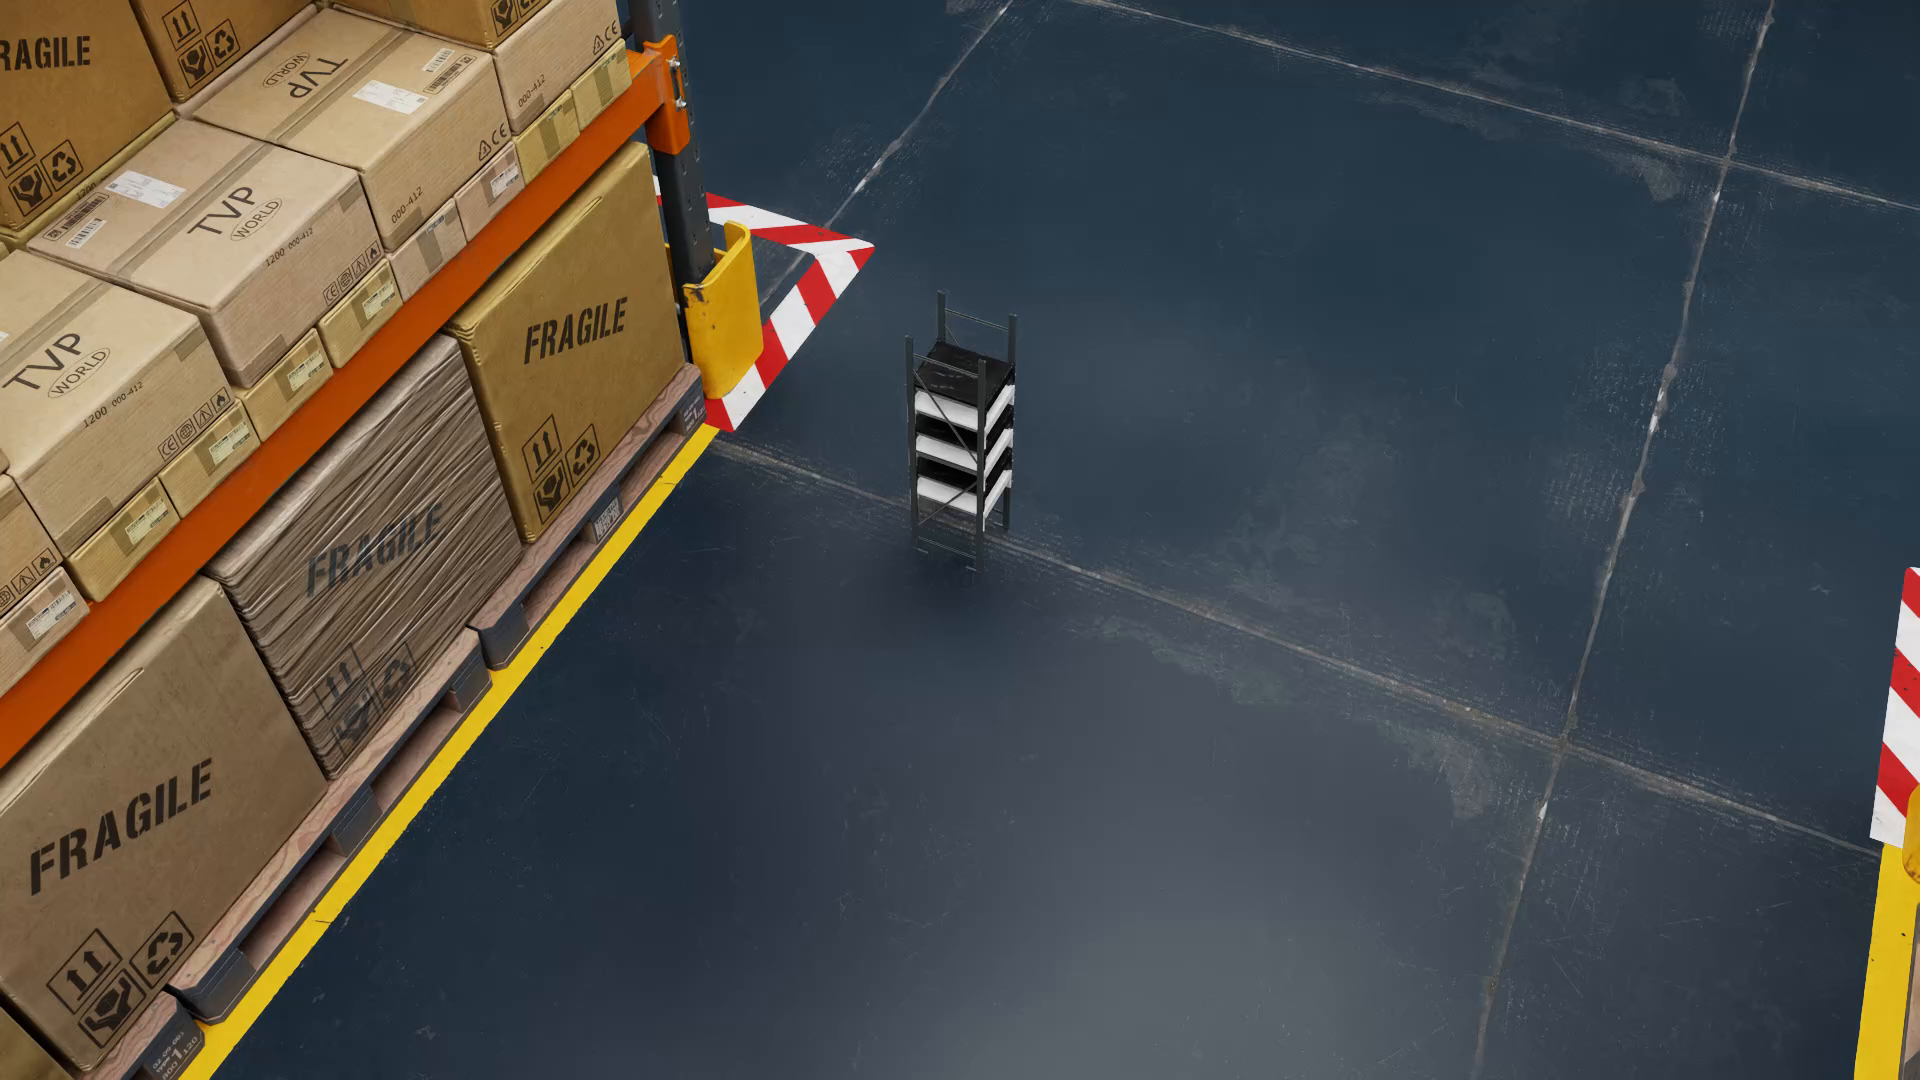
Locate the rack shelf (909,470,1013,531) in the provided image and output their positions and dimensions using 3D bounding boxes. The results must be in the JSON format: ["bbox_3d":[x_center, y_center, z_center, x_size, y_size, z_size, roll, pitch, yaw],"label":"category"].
[{"bbox_3d":[0.003,-0.159,5.075,0.258,0.077,0.200,20,52,16],"label":"rack shelf"}]

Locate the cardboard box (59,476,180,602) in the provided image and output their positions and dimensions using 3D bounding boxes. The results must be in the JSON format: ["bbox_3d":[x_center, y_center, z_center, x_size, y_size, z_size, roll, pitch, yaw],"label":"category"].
[{"bbox_3d":[-1.894,-0.058,3.495,0.380,0.149,0.250,18,52,15],"label":"cardboard box"}]

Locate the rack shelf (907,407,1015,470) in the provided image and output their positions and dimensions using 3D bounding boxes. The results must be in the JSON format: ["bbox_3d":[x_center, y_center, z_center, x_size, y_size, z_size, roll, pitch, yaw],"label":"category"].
[{"bbox_3d":[0.003,-0.334,4.869,0.258,0.077,0.200,20,52,16],"label":"rack shelf"}]

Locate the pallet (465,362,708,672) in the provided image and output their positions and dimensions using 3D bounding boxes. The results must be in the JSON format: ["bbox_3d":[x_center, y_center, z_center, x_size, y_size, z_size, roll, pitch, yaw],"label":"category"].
[{"bbox_3d":[-1.548,-0.245,5.320,1.003,0.211,1.213,20,52,16],"label":"pallet"}]

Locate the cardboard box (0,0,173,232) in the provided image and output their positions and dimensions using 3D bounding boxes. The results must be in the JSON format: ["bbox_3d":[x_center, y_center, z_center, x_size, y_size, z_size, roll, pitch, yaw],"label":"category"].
[{"bbox_3d":[-2.156,-1.070,3.602,0.500,0.500,0.500,19,52,15],"label":"cardboard box"}]

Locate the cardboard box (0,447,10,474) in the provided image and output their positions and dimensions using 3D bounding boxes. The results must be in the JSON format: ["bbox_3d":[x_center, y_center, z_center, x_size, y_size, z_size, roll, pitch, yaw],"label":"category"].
[{"bbox_3d":[-2.115,-0.204,2.865,0.500,0.500,0.500,18,52,15],"label":"cardboard box"}]

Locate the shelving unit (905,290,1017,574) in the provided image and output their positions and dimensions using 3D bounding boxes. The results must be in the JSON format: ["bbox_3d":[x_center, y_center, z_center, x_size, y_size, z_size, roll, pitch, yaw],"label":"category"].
[{"bbox_3d":[0.003,-0.297,4.912,0.258,0.900,0.210,20,52,16],"label":"shelving unit"}]

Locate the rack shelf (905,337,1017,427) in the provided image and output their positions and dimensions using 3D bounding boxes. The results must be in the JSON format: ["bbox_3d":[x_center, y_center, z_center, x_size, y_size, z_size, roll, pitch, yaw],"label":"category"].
[{"bbox_3d":[0.003,-0.451,4.732,0.258,0.077,0.200,20,52,16],"label":"rack shelf"}]

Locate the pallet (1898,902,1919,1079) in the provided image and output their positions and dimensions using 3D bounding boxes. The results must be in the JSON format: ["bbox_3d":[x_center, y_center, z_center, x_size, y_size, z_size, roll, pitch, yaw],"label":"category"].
[{"bbox_3d":[2.753,1.462,3.867,1.003,0.211,1.213,20,52,16],"label":"pallet"}]

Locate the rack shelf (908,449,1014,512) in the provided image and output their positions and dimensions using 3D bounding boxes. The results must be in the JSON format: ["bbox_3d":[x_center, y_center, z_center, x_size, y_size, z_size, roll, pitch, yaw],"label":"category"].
[{"bbox_3d":[0.003,-0.217,5.006,0.258,0.077,0.200,20,52,16],"label":"rack shelf"}]

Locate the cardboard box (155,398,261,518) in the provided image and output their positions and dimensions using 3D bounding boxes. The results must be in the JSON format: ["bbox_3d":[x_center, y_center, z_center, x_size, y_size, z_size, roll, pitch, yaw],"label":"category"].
[{"bbox_3d":[-1.785,-0.239,3.648,0.380,0.149,0.250,21,53,17],"label":"cardboard box"}]

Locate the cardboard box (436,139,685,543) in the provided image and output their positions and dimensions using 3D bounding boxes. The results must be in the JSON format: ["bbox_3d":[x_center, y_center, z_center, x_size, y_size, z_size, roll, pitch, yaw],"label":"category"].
[{"bbox_3d":[-1.478,-0.706,5.000,0.875,0.875,0.875,20,52,16],"label":"cardboard box"}]

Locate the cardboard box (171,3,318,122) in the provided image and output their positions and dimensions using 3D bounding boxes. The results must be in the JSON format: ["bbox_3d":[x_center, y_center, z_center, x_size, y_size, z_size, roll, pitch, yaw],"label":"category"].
[{"bbox_3d":[-1.942,-1.170,4.179,0.500,0.250,0.500,19,52,16],"label":"cardboard box"}]

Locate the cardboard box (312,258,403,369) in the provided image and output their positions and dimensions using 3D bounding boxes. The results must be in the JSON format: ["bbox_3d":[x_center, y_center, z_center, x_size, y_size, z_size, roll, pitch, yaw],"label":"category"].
[{"bbox_3d":[-1.566,-0.587,3.945,0.380,0.149,0.250,19,52,15],"label":"cardboard box"}]

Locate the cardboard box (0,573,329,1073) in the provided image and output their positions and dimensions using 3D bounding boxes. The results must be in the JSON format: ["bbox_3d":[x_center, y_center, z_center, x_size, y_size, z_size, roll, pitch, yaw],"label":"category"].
[{"bbox_3d":[-2.247,0.534,3.946,0.875,0.875,0.875,20,52,16],"label":"cardboard box"}]

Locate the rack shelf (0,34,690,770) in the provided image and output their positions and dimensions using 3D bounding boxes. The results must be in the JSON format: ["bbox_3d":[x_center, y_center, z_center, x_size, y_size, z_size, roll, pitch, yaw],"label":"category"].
[{"bbox_3d":[-2.131,-0.115,3.850,1.077,0.370,4.000,20,52,16],"label":"rack shelf"}]

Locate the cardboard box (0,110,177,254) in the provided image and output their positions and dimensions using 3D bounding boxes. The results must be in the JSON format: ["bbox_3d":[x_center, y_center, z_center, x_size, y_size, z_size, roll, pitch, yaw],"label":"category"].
[{"bbox_3d":[-2.160,-0.825,3.886,0.500,0.250,0.500,18,52,15],"label":"cardboard box"}]

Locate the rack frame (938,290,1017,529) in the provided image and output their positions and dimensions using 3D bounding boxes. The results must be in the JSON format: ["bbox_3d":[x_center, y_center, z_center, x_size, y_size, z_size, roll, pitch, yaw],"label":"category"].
[{"bbox_3d":[0.047,-0.367,4.972,0.240,0.900,0.006,20,52,16],"label":"rack frame"}]

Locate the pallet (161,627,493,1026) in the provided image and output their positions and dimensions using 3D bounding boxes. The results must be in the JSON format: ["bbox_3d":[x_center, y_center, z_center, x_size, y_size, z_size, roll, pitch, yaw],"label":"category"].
[{"bbox_3d":[-2.070,0.592,4.608,1.003,0.211,1.213,20,52,16],"label":"pallet"}]

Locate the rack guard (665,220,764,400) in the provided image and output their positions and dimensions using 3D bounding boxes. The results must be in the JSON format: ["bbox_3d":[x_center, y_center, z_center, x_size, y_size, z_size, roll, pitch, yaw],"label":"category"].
[{"bbox_3d":[-1.267,-0.931,5.714,1.175,0.500,0.348,20,52,16],"label":"rack guard"}]

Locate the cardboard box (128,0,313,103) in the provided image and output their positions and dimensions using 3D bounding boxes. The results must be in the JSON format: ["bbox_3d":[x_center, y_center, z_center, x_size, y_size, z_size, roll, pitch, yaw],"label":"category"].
[{"bbox_3d":[-1.940,-1.429,3.907,0.500,0.500,0.500,19,52,15],"label":"cardboard box"}]

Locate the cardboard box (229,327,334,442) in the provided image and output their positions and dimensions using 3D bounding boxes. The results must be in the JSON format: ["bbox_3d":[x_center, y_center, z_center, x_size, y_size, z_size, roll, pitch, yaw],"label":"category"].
[{"bbox_3d":[-1.677,-0.409,3.793,0.380,0.149,0.250,20,52,16],"label":"cardboard box"}]

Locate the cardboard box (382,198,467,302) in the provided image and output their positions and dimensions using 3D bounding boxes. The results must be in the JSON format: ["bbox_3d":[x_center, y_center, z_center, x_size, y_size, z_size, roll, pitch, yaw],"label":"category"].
[{"bbox_3d":[-1.457,-0.767,4.098,0.380,0.149,0.250,21,53,17],"label":"cardboard box"}]

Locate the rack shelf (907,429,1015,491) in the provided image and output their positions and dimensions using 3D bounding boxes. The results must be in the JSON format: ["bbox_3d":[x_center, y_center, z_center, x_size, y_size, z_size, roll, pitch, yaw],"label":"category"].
[{"bbox_3d":[0.003,-0.276,4.937,0.258,0.077,0.200,20,52,16],"label":"rack shelf"}]

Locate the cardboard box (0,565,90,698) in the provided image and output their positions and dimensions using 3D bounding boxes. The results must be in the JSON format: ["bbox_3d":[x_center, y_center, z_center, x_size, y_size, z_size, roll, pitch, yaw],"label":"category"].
[{"bbox_3d":[-2.005,0.123,3.341,0.380,0.149,0.250,20,53,16],"label":"cardboard box"}]

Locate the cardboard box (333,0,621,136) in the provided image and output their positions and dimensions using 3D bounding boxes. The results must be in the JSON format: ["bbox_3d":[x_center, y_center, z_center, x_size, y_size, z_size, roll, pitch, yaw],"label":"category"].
[{"bbox_3d":[-1.244,-1.353,4.335,0.500,0.250,0.500,19,52,16],"label":"cardboard box"}]

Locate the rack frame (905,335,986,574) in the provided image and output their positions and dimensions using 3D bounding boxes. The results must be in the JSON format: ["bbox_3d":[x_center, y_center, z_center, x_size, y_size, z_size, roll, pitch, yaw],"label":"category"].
[{"bbox_3d":[-0.040,-0.227,4.852,0.240,0.900,0.006,20,52,16],"label":"rack frame"}]

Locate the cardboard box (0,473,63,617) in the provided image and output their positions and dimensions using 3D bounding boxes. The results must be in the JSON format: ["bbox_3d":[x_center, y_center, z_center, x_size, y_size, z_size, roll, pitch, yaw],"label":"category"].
[{"bbox_3d":[-2.115,0.044,3.146,0.500,0.250,0.500,21,53,17],"label":"cardboard box"}]

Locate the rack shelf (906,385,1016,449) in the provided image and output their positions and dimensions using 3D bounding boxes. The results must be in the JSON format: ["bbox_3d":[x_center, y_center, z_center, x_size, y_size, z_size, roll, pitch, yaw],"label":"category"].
[{"bbox_3d":[0.003,-0.392,4.800,0.258,0.077,0.200,20,52,16],"label":"rack shelf"}]

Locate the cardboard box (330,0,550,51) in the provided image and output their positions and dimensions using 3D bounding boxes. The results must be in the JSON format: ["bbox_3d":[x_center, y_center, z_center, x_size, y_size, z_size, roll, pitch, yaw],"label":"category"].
[{"bbox_3d":[-1.247,-1.595,4.048,0.500,0.500,0.500,20,53,17],"label":"cardboard box"}]

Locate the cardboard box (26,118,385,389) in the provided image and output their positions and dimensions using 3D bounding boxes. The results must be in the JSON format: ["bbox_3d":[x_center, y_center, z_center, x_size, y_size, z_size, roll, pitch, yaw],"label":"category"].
[{"bbox_3d":[-1.678,-0.653,3.739,0.500,0.250,0.500,18,52,15],"label":"cardboard box"}]

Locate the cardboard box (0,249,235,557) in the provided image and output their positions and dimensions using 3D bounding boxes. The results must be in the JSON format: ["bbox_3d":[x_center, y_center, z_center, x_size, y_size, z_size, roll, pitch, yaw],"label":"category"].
[{"bbox_3d":[-1.897,-0.293,3.433,0.500,0.250,0.500,20,52,16],"label":"cardboard box"}]

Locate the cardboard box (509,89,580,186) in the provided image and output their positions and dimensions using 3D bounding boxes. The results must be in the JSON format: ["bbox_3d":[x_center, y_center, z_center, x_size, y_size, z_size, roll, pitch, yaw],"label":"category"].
[{"bbox_3d":[-1.241,-1.112,4.391,0.380,0.149,0.250,20,53,16],"label":"cardboard box"}]

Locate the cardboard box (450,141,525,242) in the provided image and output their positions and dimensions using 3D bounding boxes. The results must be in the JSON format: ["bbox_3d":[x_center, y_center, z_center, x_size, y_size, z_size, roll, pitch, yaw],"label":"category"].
[{"bbox_3d":[-1.350,-0.938,4.244,0.380,0.149,0.250,20,52,16],"label":"cardboard box"}]

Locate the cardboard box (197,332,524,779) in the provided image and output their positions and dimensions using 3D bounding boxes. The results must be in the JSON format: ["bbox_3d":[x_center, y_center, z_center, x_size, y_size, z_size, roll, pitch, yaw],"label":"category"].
[{"bbox_3d":[-1.867,-0.079,4.467,0.875,0.875,0.875,20,52,16],"label":"cardboard box"}]

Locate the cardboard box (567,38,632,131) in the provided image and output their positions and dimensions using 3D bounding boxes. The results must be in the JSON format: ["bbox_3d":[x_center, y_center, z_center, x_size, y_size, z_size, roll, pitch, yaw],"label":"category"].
[{"bbox_3d":[-1.131,-1.291,4.544,0.380,0.149,0.250,21,53,17],"label":"cardboard box"}]

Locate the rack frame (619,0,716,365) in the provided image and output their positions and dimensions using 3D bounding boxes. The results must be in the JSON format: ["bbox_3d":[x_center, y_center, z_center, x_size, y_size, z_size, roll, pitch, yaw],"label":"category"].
[{"bbox_3d":[-1.277,-1.725,4.748,1.000,3.000,0.127,20,52,16],"label":"rack frame"}]

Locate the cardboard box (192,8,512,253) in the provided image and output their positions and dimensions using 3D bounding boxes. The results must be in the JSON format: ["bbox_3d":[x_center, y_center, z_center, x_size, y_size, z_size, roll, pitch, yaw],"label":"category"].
[{"bbox_3d":[-1.461,-1.004,4.038,0.500,0.250,0.500,19,52,15],"label":"cardboard box"}]

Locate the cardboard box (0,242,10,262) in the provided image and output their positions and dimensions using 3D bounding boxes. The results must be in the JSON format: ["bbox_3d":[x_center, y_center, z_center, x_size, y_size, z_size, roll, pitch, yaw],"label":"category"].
[{"bbox_3d":[-2.378,-0.464,3.579,0.500,0.250,0.500,19,52,15],"label":"cardboard box"}]

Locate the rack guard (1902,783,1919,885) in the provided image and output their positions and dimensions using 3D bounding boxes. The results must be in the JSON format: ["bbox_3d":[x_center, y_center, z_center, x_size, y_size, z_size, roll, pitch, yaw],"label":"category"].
[{"bbox_3d":[3.132,0.821,4.223,1.175,0.500,0.348,20,52,16],"label":"rack guard"}]

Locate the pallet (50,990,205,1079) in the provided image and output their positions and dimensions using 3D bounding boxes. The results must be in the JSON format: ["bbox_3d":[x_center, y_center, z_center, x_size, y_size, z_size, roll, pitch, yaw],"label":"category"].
[{"bbox_3d":[-2.590,1.435,3.890,1.003,0.211,1.213,20,52,16],"label":"pallet"}]

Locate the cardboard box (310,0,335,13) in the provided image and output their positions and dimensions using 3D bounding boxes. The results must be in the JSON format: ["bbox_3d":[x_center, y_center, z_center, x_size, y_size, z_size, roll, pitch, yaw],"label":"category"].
[{"bbox_3d":[-1.726,-1.530,4.486,0.500,0.250,0.500,19,52,15],"label":"cardboard box"}]
